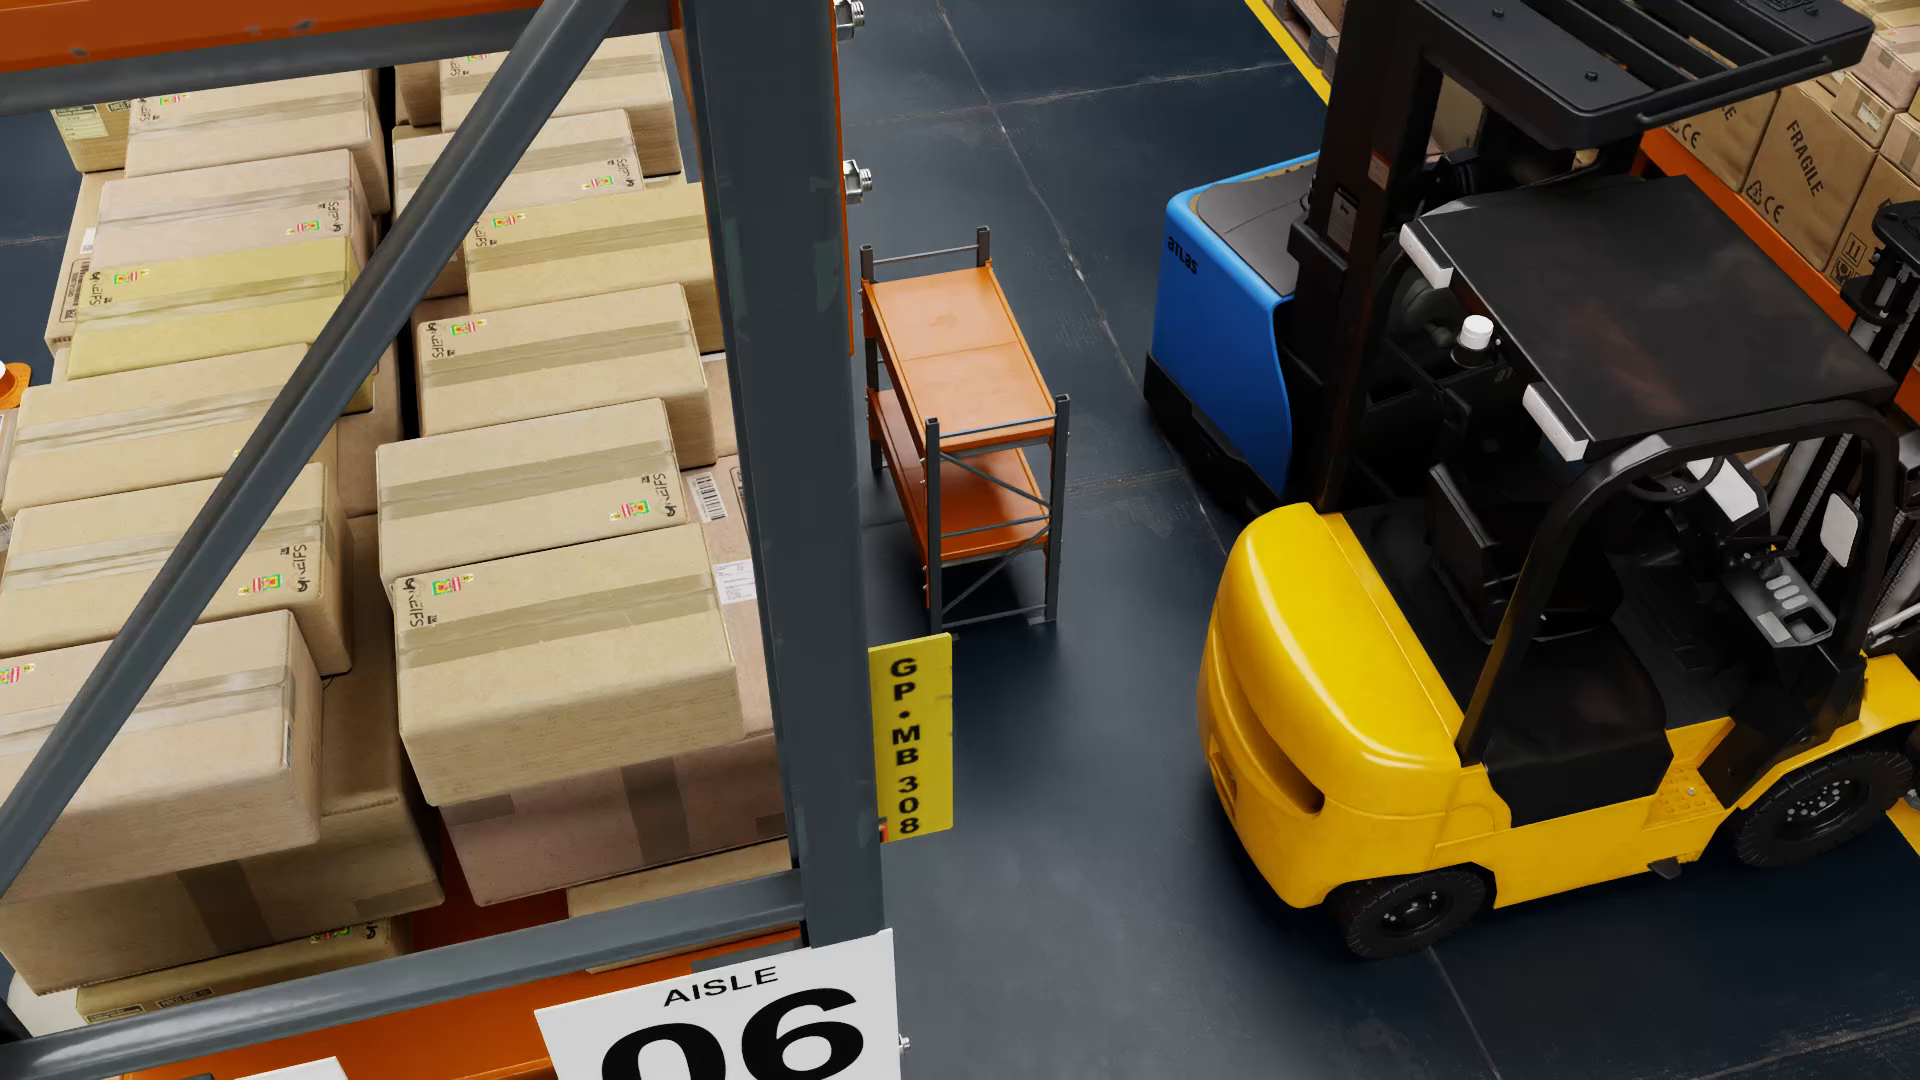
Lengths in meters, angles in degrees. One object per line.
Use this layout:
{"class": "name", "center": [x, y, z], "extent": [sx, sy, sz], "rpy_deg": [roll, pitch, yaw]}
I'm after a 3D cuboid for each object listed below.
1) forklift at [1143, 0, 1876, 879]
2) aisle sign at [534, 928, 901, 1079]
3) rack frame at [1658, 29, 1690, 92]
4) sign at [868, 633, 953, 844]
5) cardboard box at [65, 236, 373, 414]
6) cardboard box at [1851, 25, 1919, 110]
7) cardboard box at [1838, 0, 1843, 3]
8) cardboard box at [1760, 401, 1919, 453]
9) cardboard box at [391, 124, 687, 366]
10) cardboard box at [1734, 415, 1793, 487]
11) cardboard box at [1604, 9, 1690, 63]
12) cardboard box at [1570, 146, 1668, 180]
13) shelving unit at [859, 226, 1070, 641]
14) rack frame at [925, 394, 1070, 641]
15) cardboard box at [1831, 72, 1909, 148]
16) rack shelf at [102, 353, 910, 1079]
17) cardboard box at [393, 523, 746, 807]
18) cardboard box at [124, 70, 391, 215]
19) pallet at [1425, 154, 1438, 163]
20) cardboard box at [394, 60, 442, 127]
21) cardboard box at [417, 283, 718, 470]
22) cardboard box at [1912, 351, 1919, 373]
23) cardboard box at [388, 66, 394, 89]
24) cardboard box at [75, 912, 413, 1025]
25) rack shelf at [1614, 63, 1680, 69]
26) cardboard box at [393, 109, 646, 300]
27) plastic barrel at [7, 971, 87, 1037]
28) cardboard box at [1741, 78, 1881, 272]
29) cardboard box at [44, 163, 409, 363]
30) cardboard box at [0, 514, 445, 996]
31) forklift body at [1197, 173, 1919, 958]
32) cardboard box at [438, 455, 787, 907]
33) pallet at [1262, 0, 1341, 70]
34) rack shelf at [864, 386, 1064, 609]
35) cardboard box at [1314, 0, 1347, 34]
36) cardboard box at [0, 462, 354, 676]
{"class": "forklift", "center": [1.910, -0.849, 5.530], "extent": [1.130, 2.935, 3.031], "rpy_deg": [-20, 49, -18]}
{"class": "aisle sign", "center": [-0.266, 0.746, 2.099], "extent": [0.394, 0.787, 0.004], "rpy_deg": [-11, 47, -10]}
{"class": "rack frame", "center": [3.192, -2.002, 6.612], "extent": [1.000, 3.000, 0.127], "rpy_deg": [-11, 47, -10]}
{"class": "sign", "center": [-0.057, 0.214, 1.728], "extent": [0.100, 0.325, 0.005], "rpy_deg": [-11, 47, -10]}
{"class": "cardboard box", "center": [-1.081, -0.294, 2.455], "extent": [0.380, 0.149, 0.250], "rpy_deg": [-10, 46, -10]}
{"class": "cardboard box", "center": [3.182, -1.559, 5.445], "extent": [0.380, 0.149, 0.250], "rpy_deg": [-10, 46, -9]}
{"class": "cardboard box", "center": [3.158, -1.933, 5.812], "extent": [0.380, 0.149, 0.250], "rpy_deg": [-10, 46, -10]}
{"class": "cardboard box", "center": [3.272, -0.449, 6.021], "extent": [0.500, 0.250, 0.500], "rpy_deg": [-9, 46, -9]}
{"class": "cardboard box", "center": [-0.728, -0.530, 2.965], "extent": [0.500, 0.250, 0.500], "rpy_deg": [-9, 46, -9]}
{"class": "cardboard box", "center": [3.266, -0.275, 6.200], "extent": [0.500, 0.250, 0.500], "rpy_deg": [-11, 47, -11]}
{"class": "cardboard box", "center": [2.810, -2.250, 6.960], "extent": [0.500, 0.250, 0.500], "rpy_deg": [-10, 46, -9]}
{"class": "cardboard box", "center": [3.047, -1.676, 7.661], "extent": [0.875, 0.625, 0.625], "rpy_deg": [-9, 46, -9]}
{"class": "shelving unit", "center": [-0.002, -0.398, 6.353], "extent": [0.538, 1.125, 1.048], "rpy_deg": [-11, 47, -10]}
{"class": "rack frame", "center": [0.128, -0.047, 6.009], "extent": [0.500, 1.125, 0.032], "rpy_deg": [-11, 47, -10]}
{"class": "cardboard box", "center": [3.172, -1.459, 5.555], "extent": [0.380, 0.149, 0.250], "rpy_deg": [-10, 46, -9]}
{"class": "rack shelf", "center": [-1.093, -0.510, 3.553], "extent": [1.077, 0.370, 4.000], "rpy_deg": [-11, 47, -10]}
{"class": "cardboard box", "center": [-0.475, 0.146, 2.024], "extent": [0.380, 0.149, 0.250], "rpy_deg": [-11, 47, -11]}
{"class": "cardboard box", "center": [-1.178, -0.649, 2.803], "extent": [0.380, 0.149, 0.250], "rpy_deg": [-12, 47, -11]}
{"class": "pallet", "center": [2.966, -1.528, 8.100], "extent": [1.003, 0.211, 1.213], "rpy_deg": [-11, 47, -10]}
{"class": "cardboard box", "center": [-0.835, -0.911, 3.060], "extent": [0.380, 0.149, 0.250], "rpy_deg": [-10, 46, -9]}
{"class": "cardboard box", "center": [-0.560, -0.209, 2.372], "extent": [0.380, 0.149, 0.250], "rpy_deg": [-11, 47, -10]}
{"class": "cardboard box", "center": [3.441, -0.626, 5.193], "extent": [0.500, 0.500, 0.500], "rpy_deg": [-10, 46, -10]}
{"class": "cardboard box", "center": [-1.501, -1.137, 3.561], "extent": [0.500, 0.250, 0.500], "rpy_deg": [-10, 46, -10]}
{"class": "cardboard box", "center": [-0.943, 0.512, 2.223], "extent": [0.380, 0.149, 0.250], "rpy_deg": [-11, 47, -10]}
{"class": "rack shelf", "center": [2.680, -3.131, 8.222], "extent": [1.077, 0.370, 4.000], "rpy_deg": [-11, 47, -10]}
{"class": "cardboard box", "center": [-0.708, -0.550, 2.706], "extent": [0.380, 0.149, 0.250], "rpy_deg": [-11, 47, -11]}
{"class": "plastic barrel", "center": [-2.574, 1.422, 5.060], "extent": [0.512, 0.421, 0.421], "rpy_deg": [19, 48, 17]}
{"class": "cardboard box", "center": [3.202, -1.327, 5.880], "extent": [0.500, 0.500, 0.500], "rpy_deg": [-10, 46, -10]}
{"class": "cardboard box", "center": [-1.238, -0.441, 2.878], "extent": [0.500, 0.250, 0.500], "rpy_deg": [-10, 46, -9]}
{"class": "cardboard box", "center": [-0.973, 0.264, 2.188], "extent": [0.500, 0.250, 0.500], "rpy_deg": [-11, 47, -11]}
{"class": "forklift body", "center": [1.967, 0.081, 5.165], "extent": [2.313, 2.155, 1.214], "rpy_deg": [-11, 47, -10]}
{"class": "cardboard box", "center": [-0.453, 0.172, 2.278], "extent": [0.500, 0.250, 0.500], "rpy_deg": [-11, 47, -11]}
{"class": "pallet", "center": [2.341, -3.212, 9.750], "extent": [1.003, 0.211, 1.213], "rpy_deg": [-11, 47, -10]}
{"class": "rack shelf", "center": [-0.002, -0.227, 6.527], "extent": [0.538, 0.278, 1.000], "rpy_deg": [-11, 47, -10]}
{"class": "cardboard box", "center": [2.489, -3.197, 9.152], "extent": [0.875, 0.625, 0.625], "rpy_deg": [-9, 46, -9]}
{"class": "cardboard box", "center": [-0.982, 0.064, 2.105], "extent": [0.380, 0.149, 0.250], "rpy_deg": [-10, 46, -10]}
